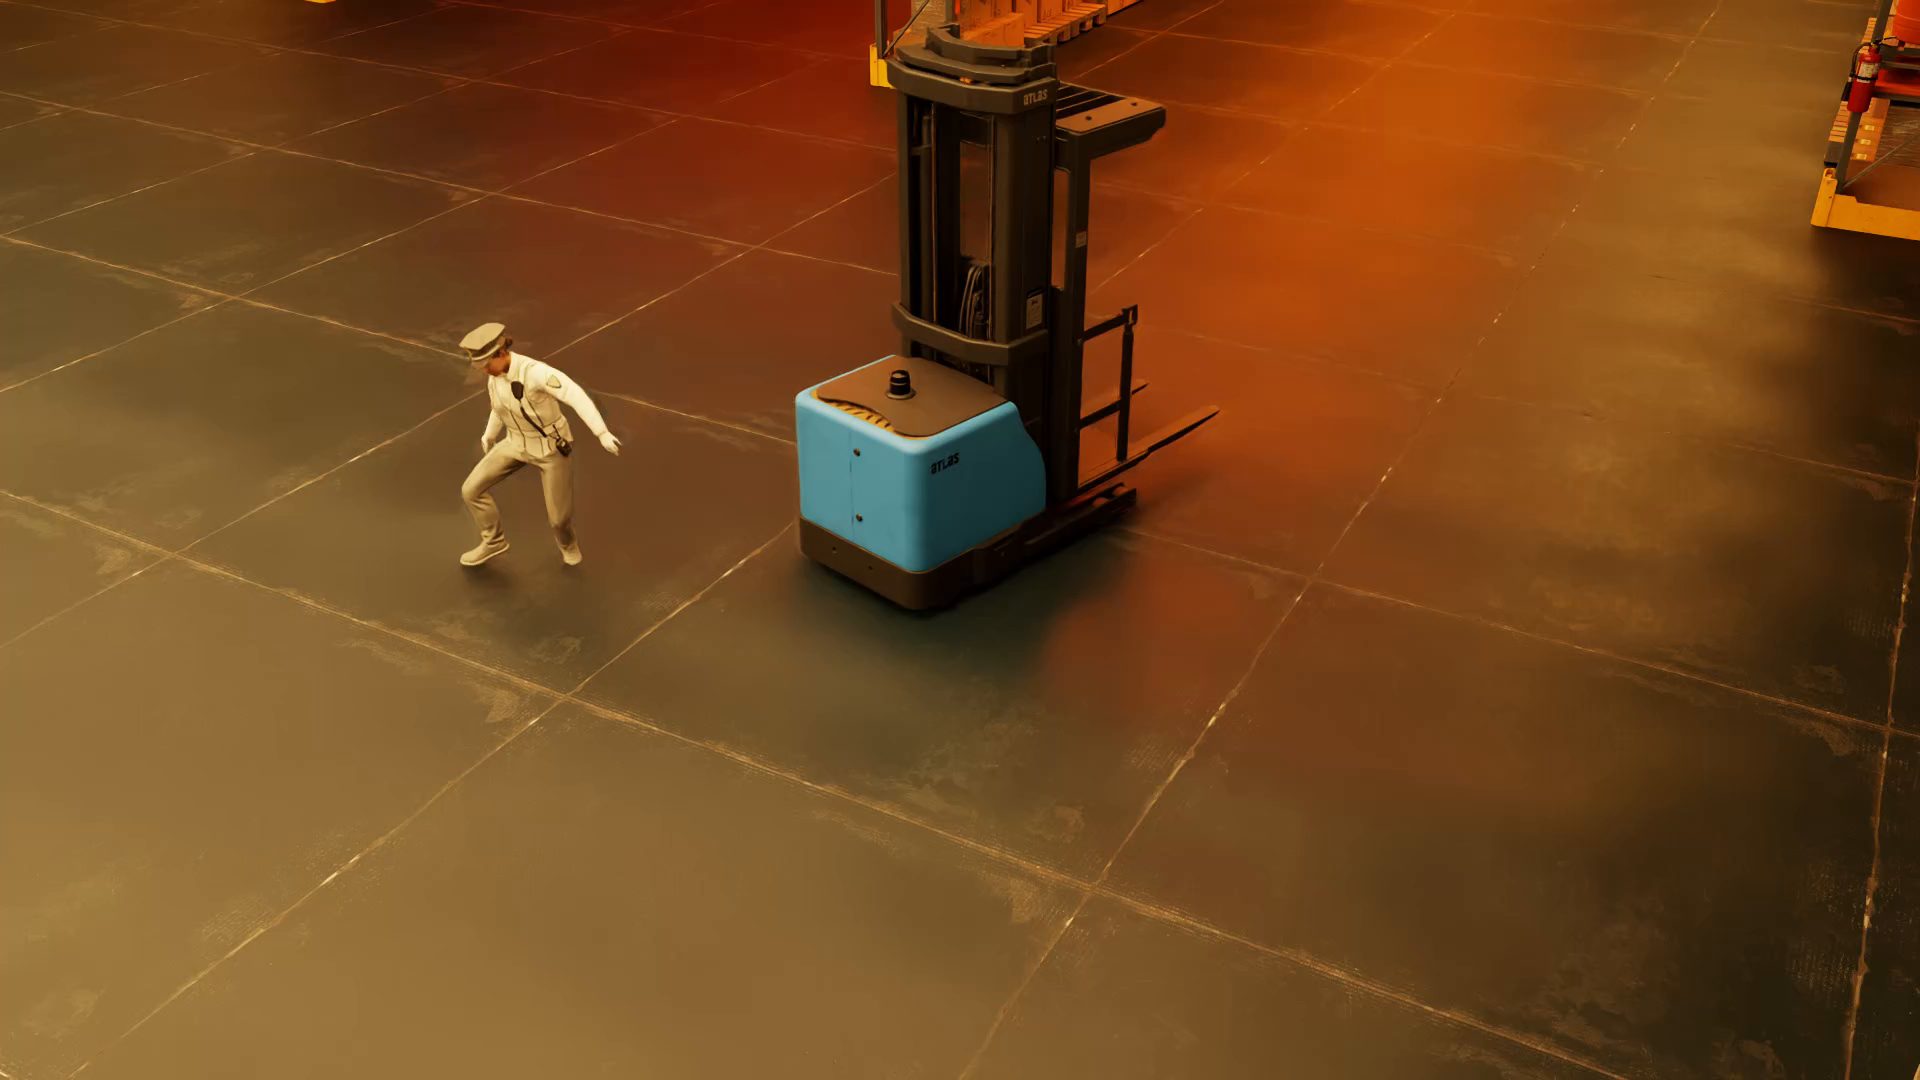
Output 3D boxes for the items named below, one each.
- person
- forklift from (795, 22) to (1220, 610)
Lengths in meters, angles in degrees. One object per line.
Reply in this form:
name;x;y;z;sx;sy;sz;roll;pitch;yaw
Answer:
person;-2.324;-0.469;9.321;1.059;1.604;0.550;13;32;21
forklift;0.444;-1.523;9.709;1.130;2.935;3.031;26;39;37
